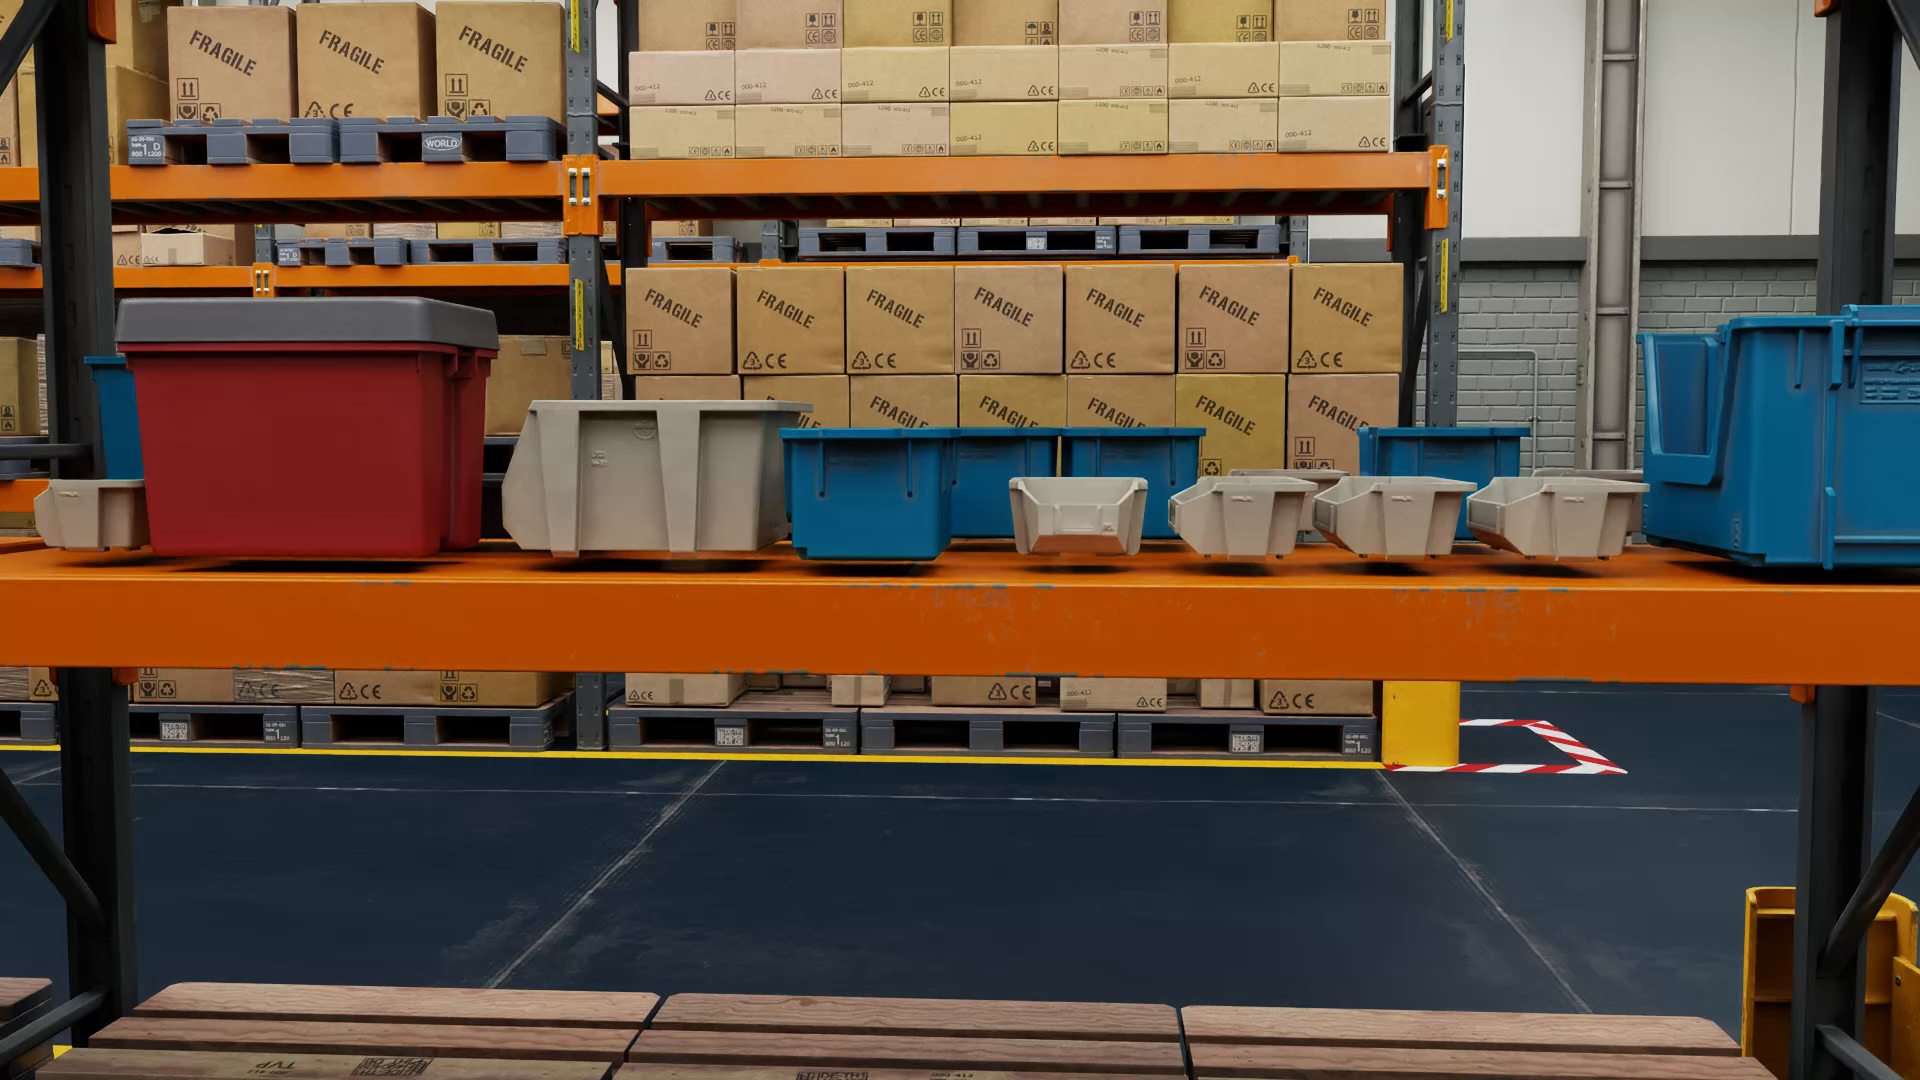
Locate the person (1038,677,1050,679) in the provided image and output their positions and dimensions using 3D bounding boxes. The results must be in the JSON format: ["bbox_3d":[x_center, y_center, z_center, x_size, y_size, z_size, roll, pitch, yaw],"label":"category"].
[{"bbox_3d":[0.699,-0.033,10.325,0.620,1.816,0.515,-1,4,-14],"label":"person"}]
